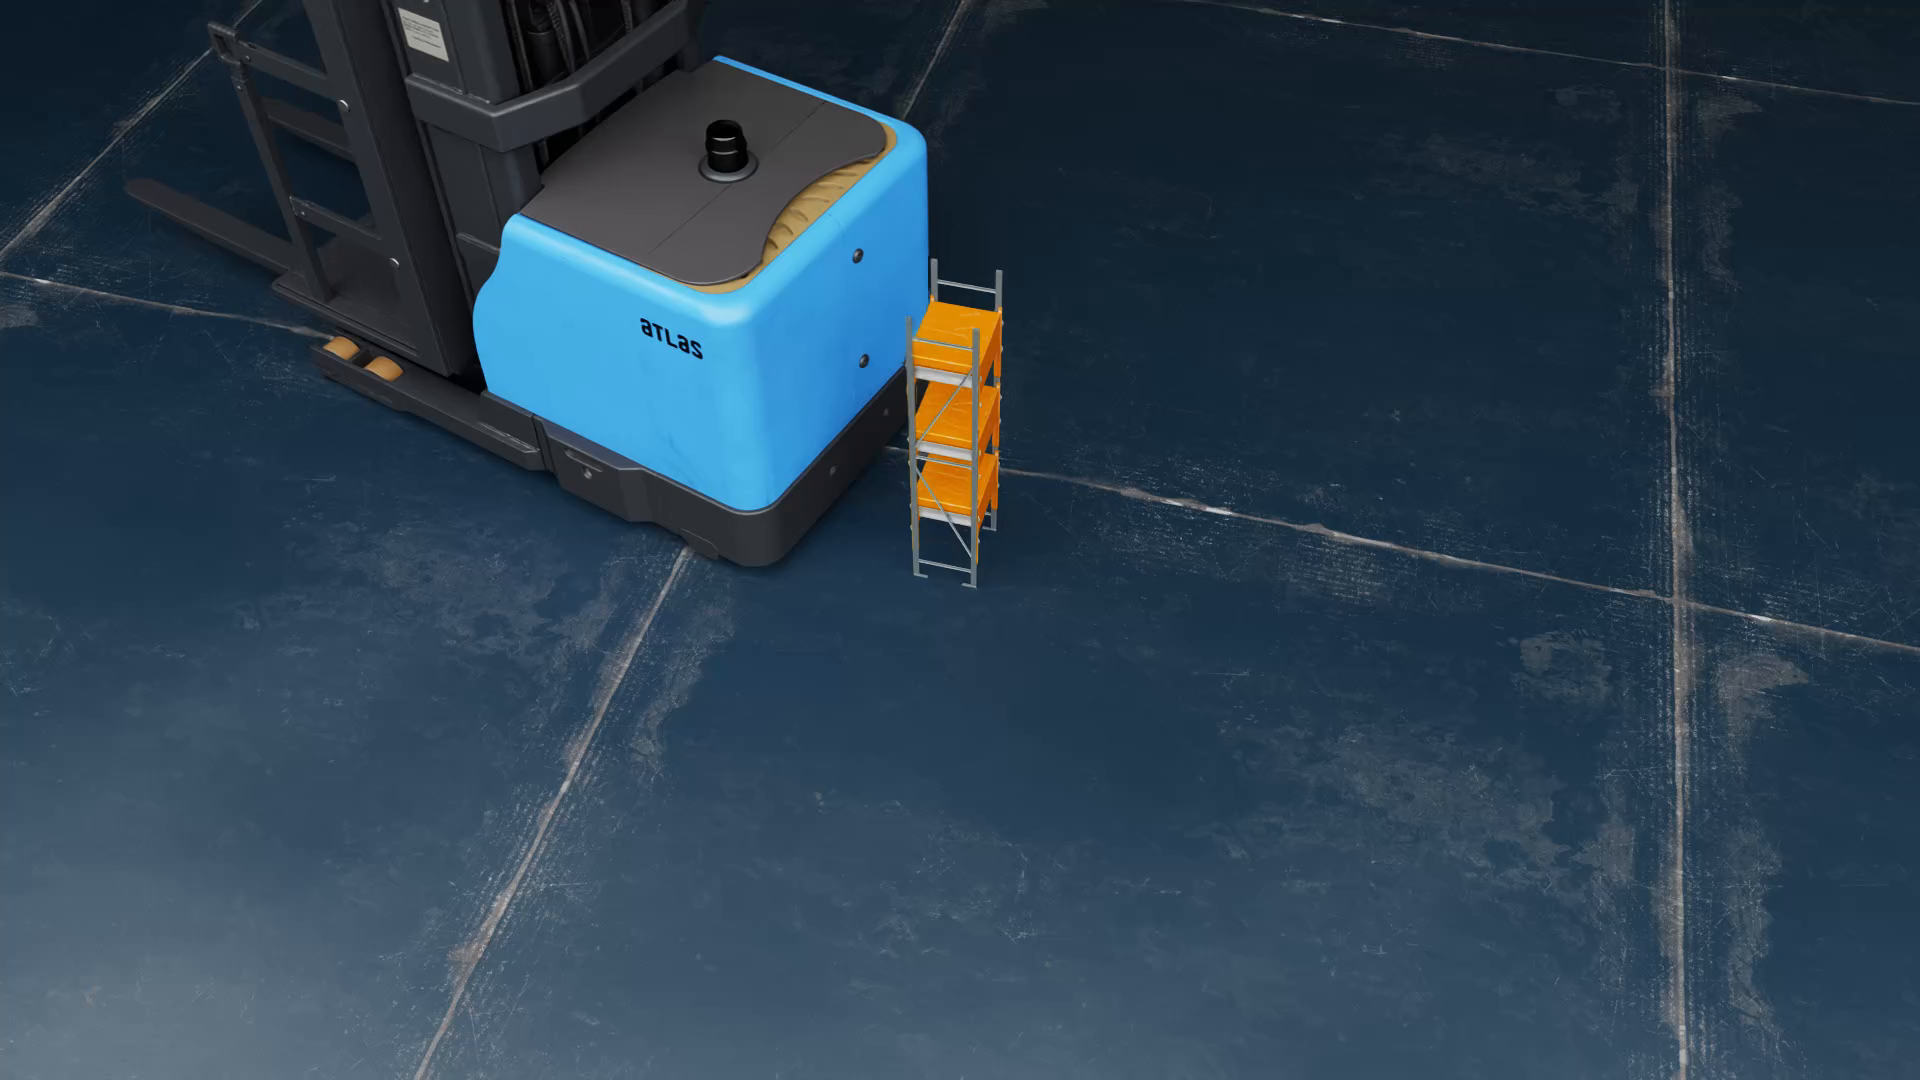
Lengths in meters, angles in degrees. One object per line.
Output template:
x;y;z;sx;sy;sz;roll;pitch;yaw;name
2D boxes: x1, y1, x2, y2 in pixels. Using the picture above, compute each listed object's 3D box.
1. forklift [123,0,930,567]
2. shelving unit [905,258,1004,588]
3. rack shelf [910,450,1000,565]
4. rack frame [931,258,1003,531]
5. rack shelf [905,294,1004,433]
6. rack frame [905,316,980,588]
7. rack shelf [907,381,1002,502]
-1.607;-1.738;4.829;3.031;2.935;1.130;25;53;20;forklift
-0.014;-0.309;4.822;0.215;1.050;0.252;12;50;10;shelving unit
-0.014;-0.118;5.039;0.215;0.259;0.240;12;50;10;rack shelf
0.018;-0.397;4.900;0.200;1.050;0.008;12;50;10;rack frame
-0.014;-0.489;4.617;0.215;0.259;0.240;12;50;10;rack shelf
-0.046;-0.220;4.744;0.200;1.050;0.008;12;50;10;rack frame
-0.014;-0.302;4.830;0.215;0.259;0.240;12;50;10;rack shelf
